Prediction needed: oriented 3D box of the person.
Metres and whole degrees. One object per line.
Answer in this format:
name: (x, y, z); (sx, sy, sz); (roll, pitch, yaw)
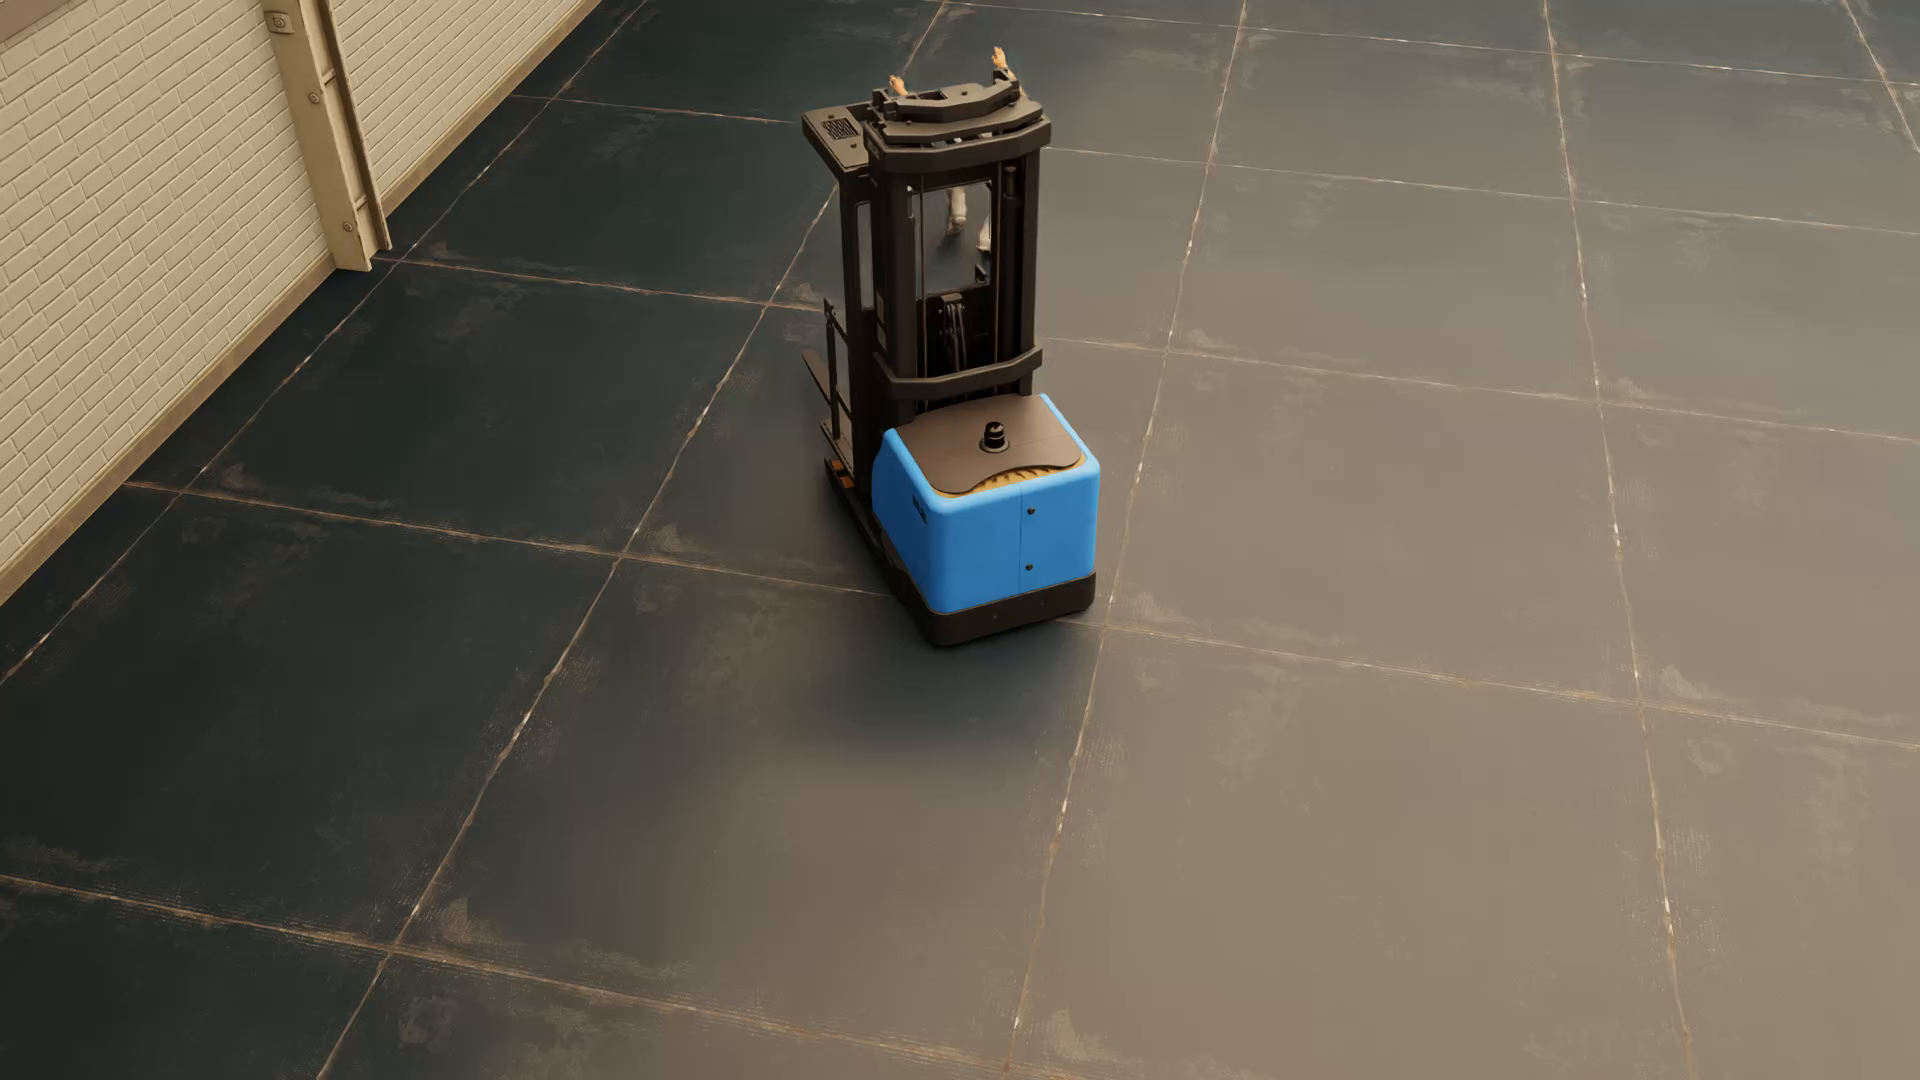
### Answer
person: (-0.020, -2.972, 12.741); (0.996, 1.583, 0.770); (6, 40, 7)

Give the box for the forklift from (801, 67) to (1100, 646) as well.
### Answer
forklift: (-0.227, -1.469, 9.822); (1.130, 2.935, 3.031); (-14, 42, -17)
